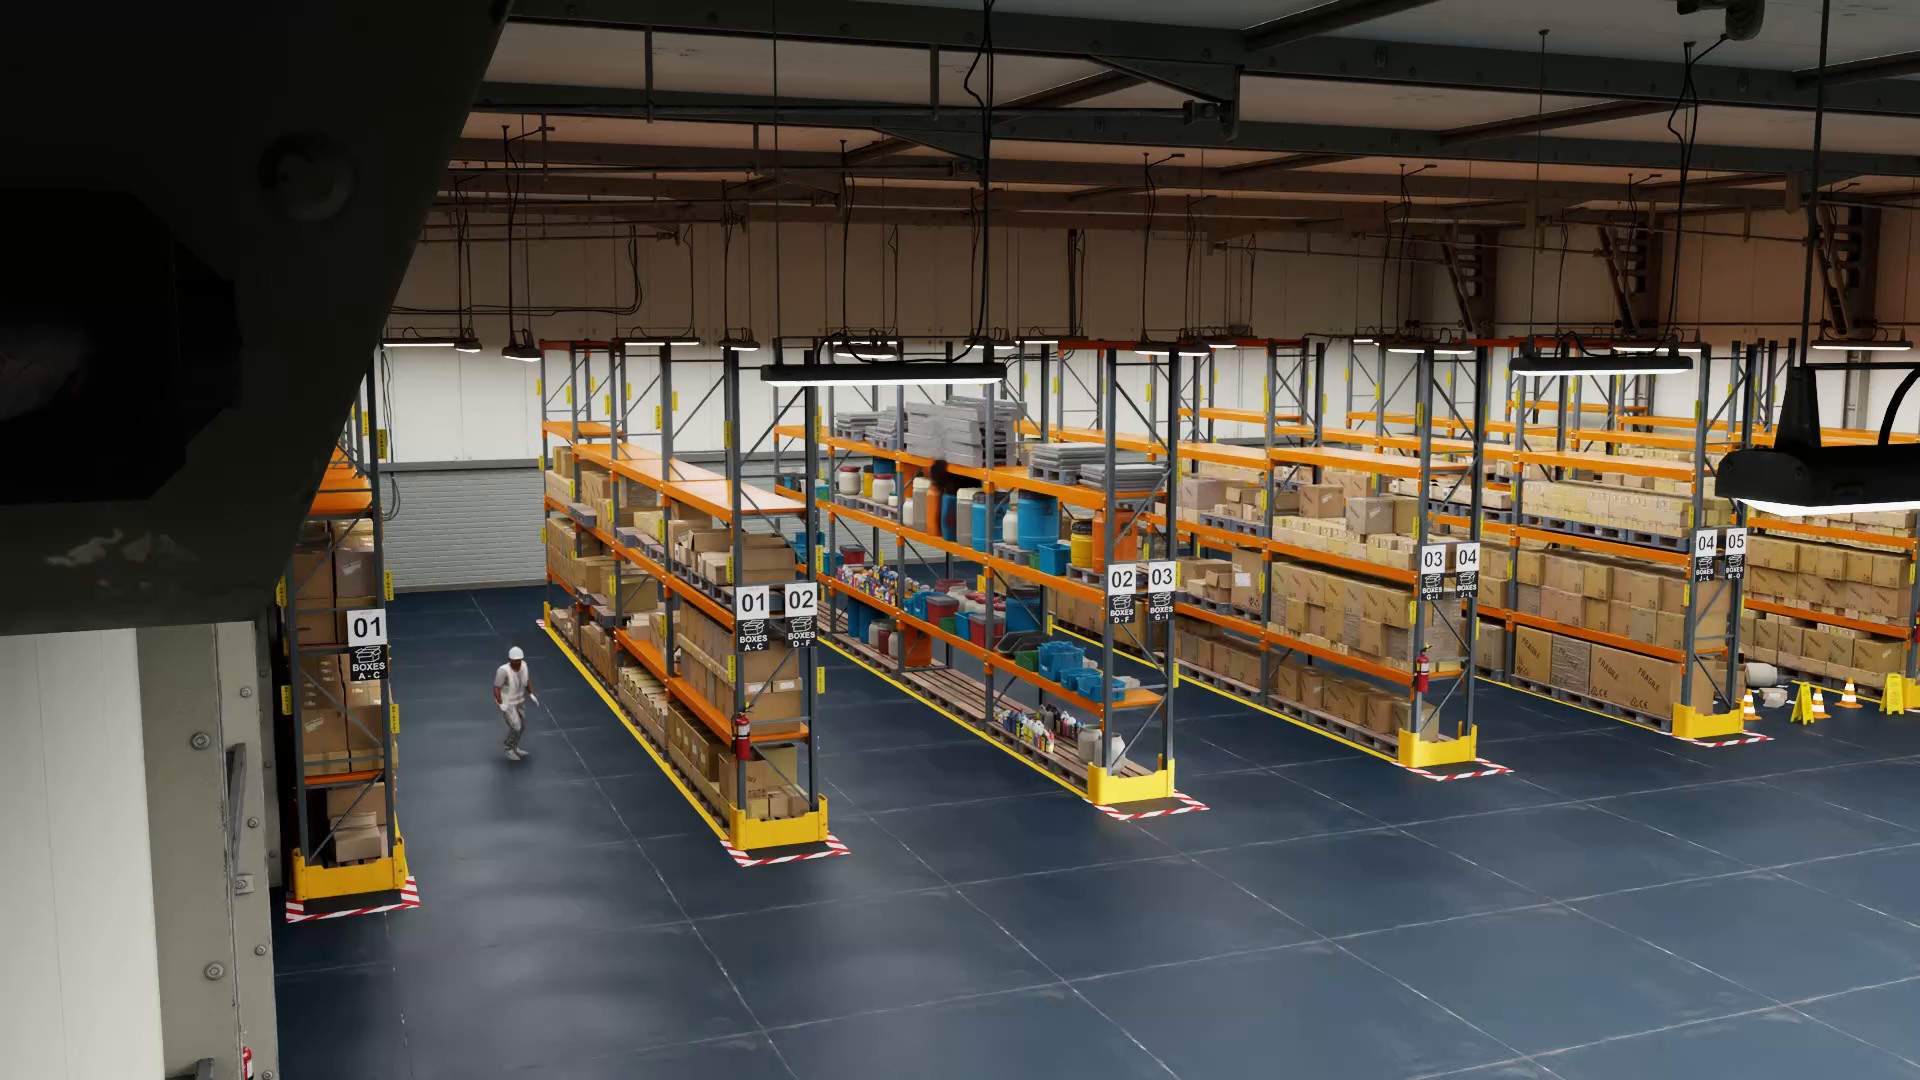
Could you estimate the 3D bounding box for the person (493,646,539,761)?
[{"bbox_3d":[-6.472,2.358,24.140,0.603,1.709,0.679,3,8,25],"label":"person"}]
